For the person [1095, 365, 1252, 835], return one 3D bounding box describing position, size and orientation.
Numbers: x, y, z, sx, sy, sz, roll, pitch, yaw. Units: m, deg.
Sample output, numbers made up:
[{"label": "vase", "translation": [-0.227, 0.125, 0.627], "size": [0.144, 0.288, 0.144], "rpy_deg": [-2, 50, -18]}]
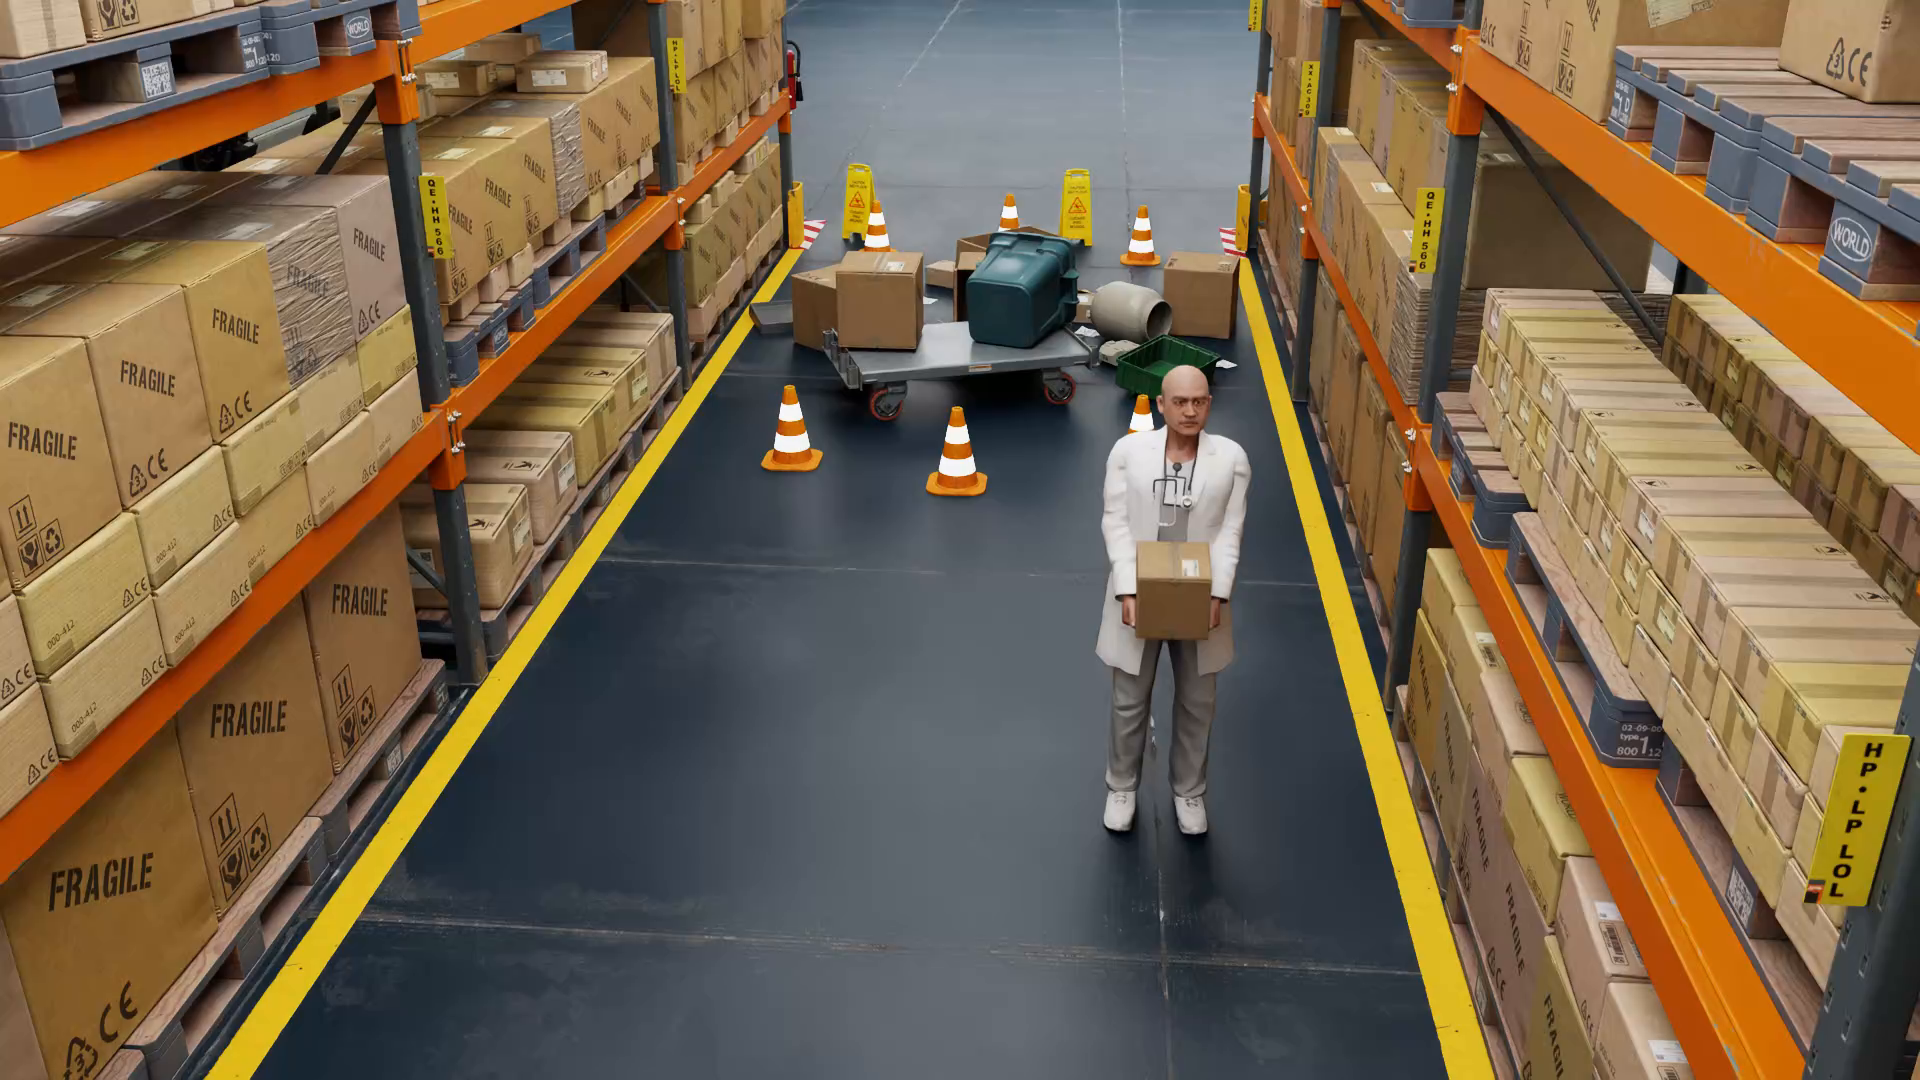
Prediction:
[{"label": "person", "translation": [0.763, 0.269, 6.028], "size": [0.531, 1.769, 0.554], "rpy_deg": [2, 24, 4]}]
